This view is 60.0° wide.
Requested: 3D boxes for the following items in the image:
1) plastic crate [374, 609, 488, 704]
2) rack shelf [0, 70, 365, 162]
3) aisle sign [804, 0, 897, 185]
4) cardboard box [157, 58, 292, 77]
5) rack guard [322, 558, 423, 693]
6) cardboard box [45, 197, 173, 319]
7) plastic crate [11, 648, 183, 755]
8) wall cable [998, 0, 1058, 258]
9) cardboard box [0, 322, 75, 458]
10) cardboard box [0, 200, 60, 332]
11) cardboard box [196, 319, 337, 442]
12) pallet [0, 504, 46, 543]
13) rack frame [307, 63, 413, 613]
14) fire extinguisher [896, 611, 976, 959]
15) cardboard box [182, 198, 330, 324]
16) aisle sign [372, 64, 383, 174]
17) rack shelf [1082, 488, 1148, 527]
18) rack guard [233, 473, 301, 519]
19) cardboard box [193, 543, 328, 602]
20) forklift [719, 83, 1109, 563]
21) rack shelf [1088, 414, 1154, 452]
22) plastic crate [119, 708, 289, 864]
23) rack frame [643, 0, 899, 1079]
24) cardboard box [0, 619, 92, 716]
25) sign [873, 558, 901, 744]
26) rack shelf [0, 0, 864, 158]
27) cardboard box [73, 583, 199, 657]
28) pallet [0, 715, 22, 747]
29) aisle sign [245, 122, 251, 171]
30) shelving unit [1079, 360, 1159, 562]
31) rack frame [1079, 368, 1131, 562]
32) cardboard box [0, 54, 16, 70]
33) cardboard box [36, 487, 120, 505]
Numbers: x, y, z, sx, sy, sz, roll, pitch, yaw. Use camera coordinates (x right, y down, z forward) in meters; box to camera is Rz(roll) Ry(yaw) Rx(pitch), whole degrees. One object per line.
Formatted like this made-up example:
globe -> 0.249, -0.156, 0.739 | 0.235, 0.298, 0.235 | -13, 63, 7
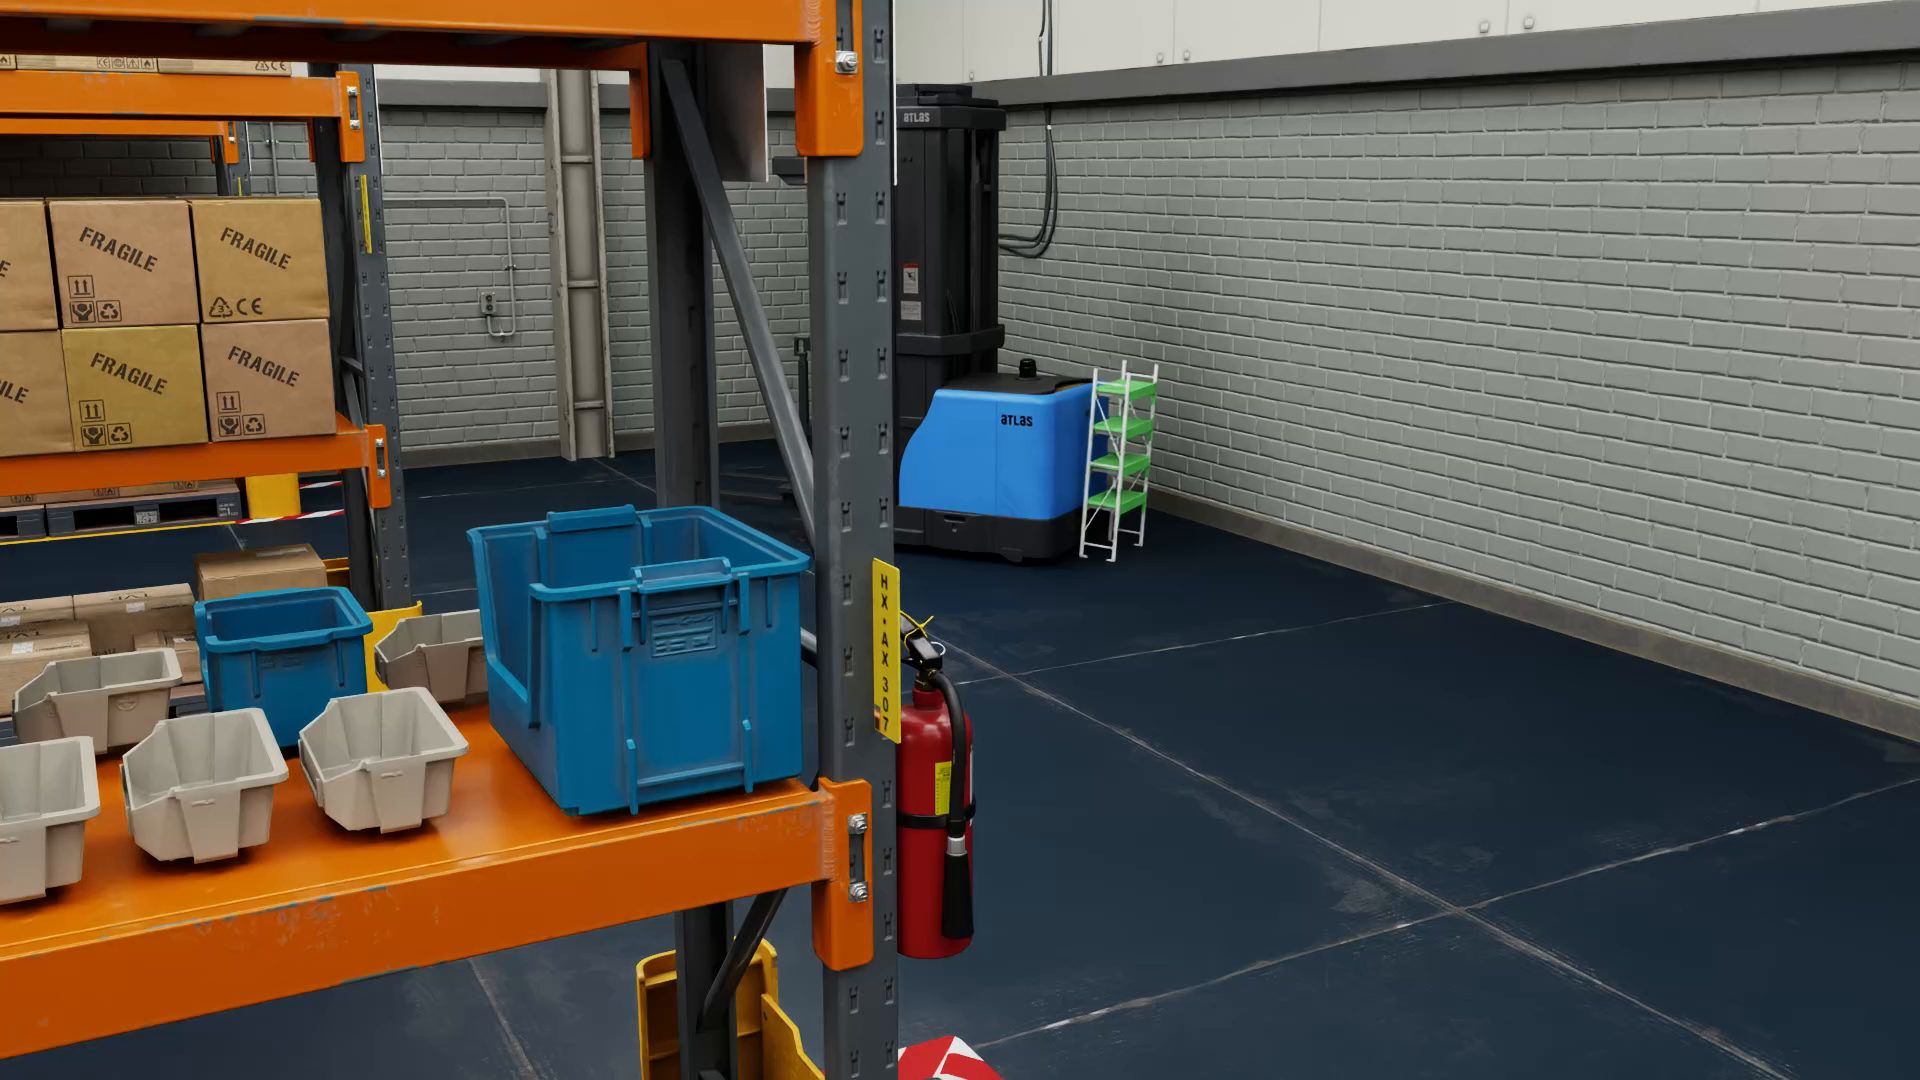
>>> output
plastic crate -> -1.106, 0.256, 3.604 | 0.298, 0.136, 0.250 | -7, 14, -28
rack shelf -> -4.536, -1.681, 6.552 | 4.000, 0.370, 1.077 | -7, 14, -28
aisle sign -> -0.207, -1.043, 2.991 | 0.004, 0.787, 0.394 | -7, 14, -28
cardboard box -> -3.105, -2.064, 6.958 | 0.500, 0.250, 0.500 | -7, 14, -28
rack guard -> -2.847, 0.449, 7.976 | 0.348, 0.500, 1.175 | -7, 14, -28
cardboard box -> -3.752, -1.263, 7.384 | 0.500, 0.500, 0.500 | -7, 14, -27
plastic crate -> -1.702, 0.327, 3.286 | 0.298, 0.136, 0.250 | -7, 14, -28
wall cable -> -0.022, -3.671, 13.997 | 0.112, 2.526, 3.097 | -7, 14, -28
cardboard box -> -3.938, -0.621, 6.810 | 0.500, 0.500, 0.500 | -7, 14, -27
cardboard box -> -3.935, -1.107, 6.690 | 0.500, 0.500, 0.500 | -6, 14, -26
cardboard box -> -3.043, -0.728, 7.284 | 0.500, 0.500, 0.500 | -6, 14, -26
pallet -> -6.891, -0.146, 11.276 | 1.213, 0.211, 1.003 | -7, 14, -28
rack frame -> -2.781, -0.779, 7.737 | 0.127, 3.000, 1.000 | -7, 14, -28
fire extinguisher -> -0.060, 0.468, 3.225 | 0.183, 0.674, 0.296 | -7, 14, -28
cardboard box -> -3.040, -1.215, 7.173 | 0.500, 0.500, 0.500 | -7, 14, -28
aisle sign -> -2.574, -1.995, 7.221 | 0.004, 0.787, 0.394 | -7, 14, -28
rack shelf -> 0.998, -0.219, 10.694 | 0.258, 0.148, 0.480 | 10, 16, 25
rack guard -> -5.136, -0.516, 12.263 | 0.348, 0.500, 1.175 | -7, 14, -28
cardboard box -> -3.140, 0.331, 7.498 | 0.500, 0.500, 0.500 | -7, 14, -28
forklift -> -0.559, -1.493, 11.068 | 3.031, 2.935, 1.130 | 6, 14, 27
rack shelf -> 1.026, -0.683, 10.575 | 0.258, 0.148, 0.480 | 10, 16, 25
plastic crate -> -1.301, 0.424, 2.857 | 0.243, 0.136, 0.396 | -7, 14, -28
rack frame -> -0.409, 0.177, 3.491 | 0.053, 2.616, 0.949 | -7, 14, -28
cardboard box -> -3.988, 0.547, 7.107 | 0.500, 0.250, 0.500 | -7, 14, -28
sign -> -0.133, 0.201, 3.012 | 0.005, 0.325, 0.100 | -7, 14, -28
rack shelf -> -2.166, -0.726, 2.308 | 4.000, 0.370, 1.077 | -7, 14, -28
cardboard box -> -3.833, 0.403, 7.746 | 0.500, 0.250, 0.500 | -7, 14, -28
pallet -> -4.616, 0.801, 7.068 | 1.213, 0.211, 1.003 | -7, 14, -28
aisle sign -> -4.951, -2.951, 11.469 | 0.004, 0.787, 0.394 | -7, 14, -28
shelving unit -> 1.016, -0.513, 10.618 | 0.258, 1.200, 0.503 | 10, 16, 25
rack frame -> 0.906, -0.465, 10.406 | 0.240, 1.200, 0.015 | 10, 16, 25
cardboard box -> -3.982, -1.958, 6.489 | 0.500, 0.250, 0.500 | -7, 14, -28
cardboard box -> -6.163, -0.573, 11.559 | 0.500, 0.500, 0.700 | -7, 14, -28
